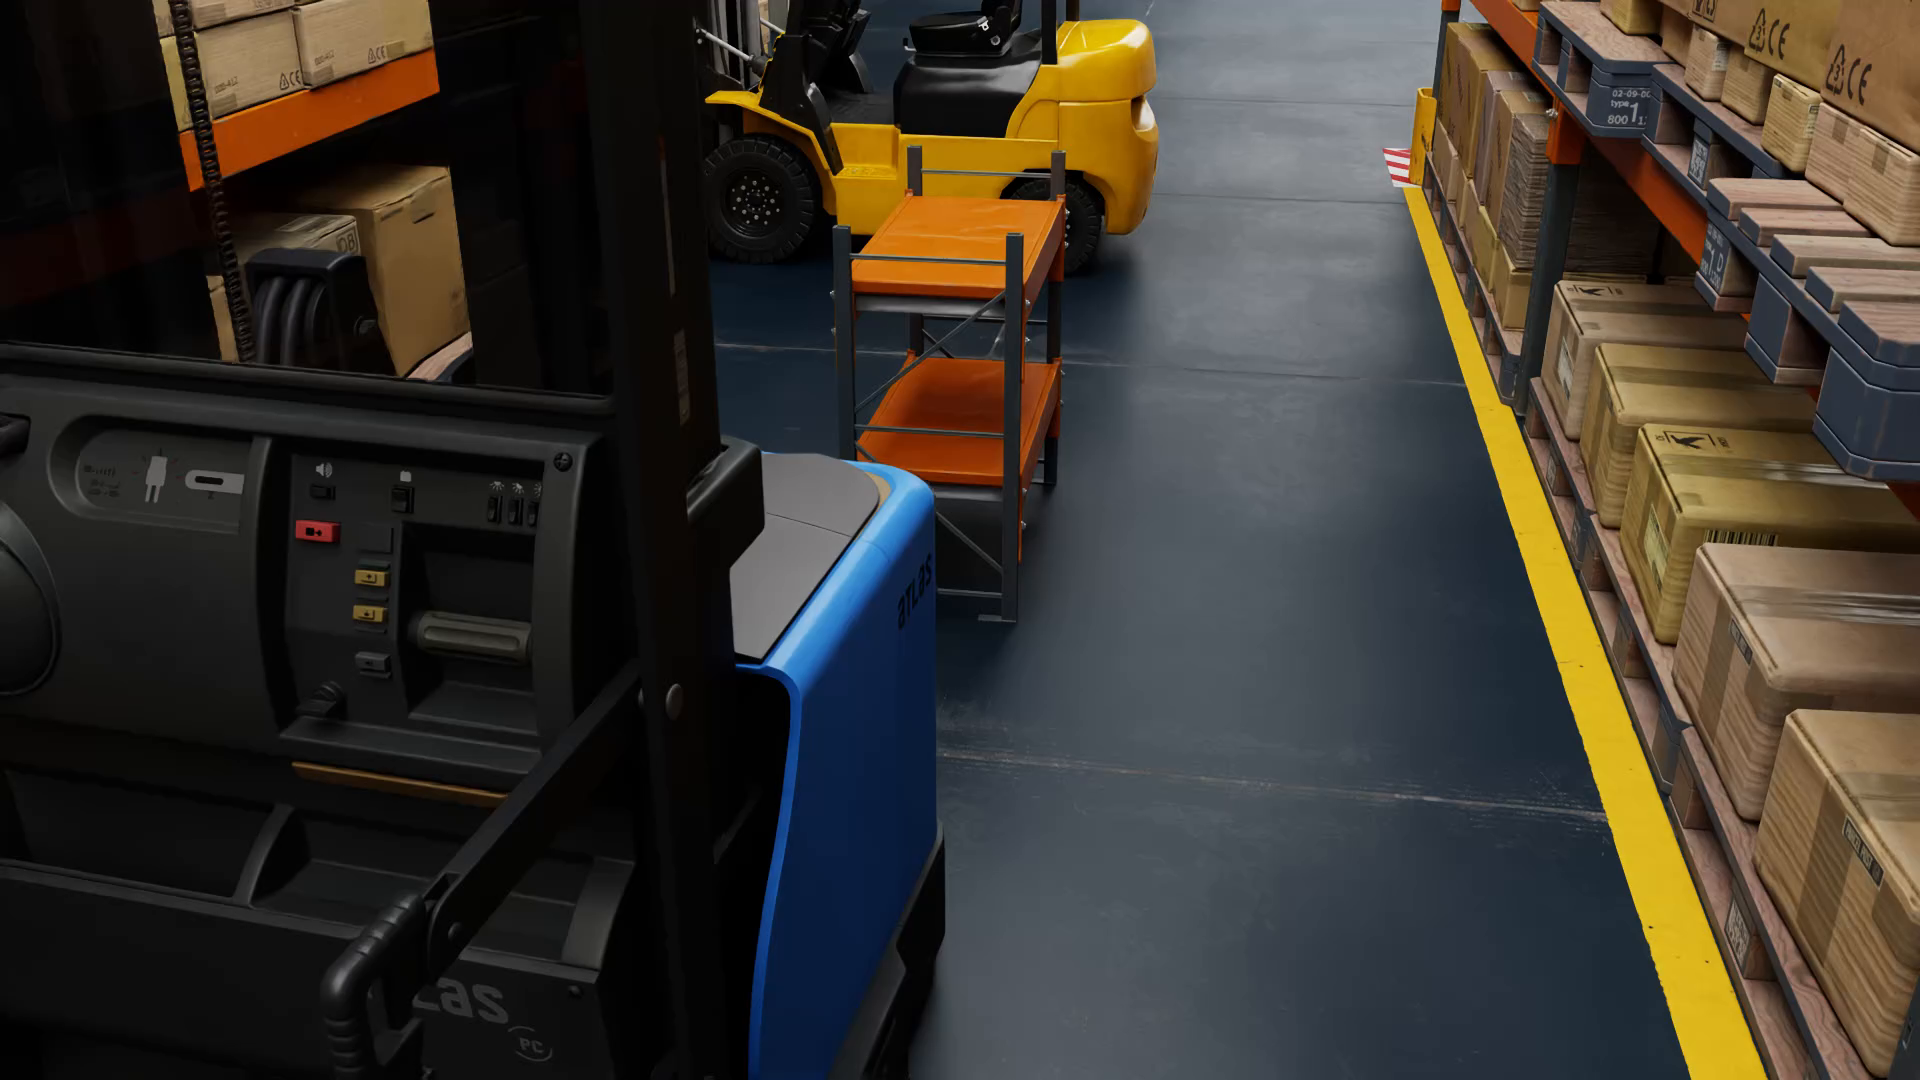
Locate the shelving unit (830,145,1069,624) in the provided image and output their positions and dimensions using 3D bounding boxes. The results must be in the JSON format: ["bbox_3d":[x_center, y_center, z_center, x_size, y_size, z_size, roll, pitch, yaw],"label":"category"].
[{"bbox_3d":[-0.001,-0.507,5.005,0.538,1.125,1.048,4,25,9],"label":"shelving unit"}]

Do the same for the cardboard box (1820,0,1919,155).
[{"bbox_3d":[1.804,-0.926,2.726,0.500,0.500,0.500,4,25,8],"label":"cardboard box"}]

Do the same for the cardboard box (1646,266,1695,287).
[{"bbox_3d":[2.946,-0.975,6.543,0.500,0.250,0.500,3,25,6],"label":"cardboard box"}]

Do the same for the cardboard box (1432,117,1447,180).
[{"bbox_3d":[2.833,-2.102,8.950,0.500,0.250,0.500,4,25,8],"label":"cardboard box"}]

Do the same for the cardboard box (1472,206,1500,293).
[{"bbox_3d":[2.492,-1.236,7.101,0.500,0.250,0.500,3,25,7],"label":"cardboard box"}]

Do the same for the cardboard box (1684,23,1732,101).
[{"bbox_3d":[1.941,-1.126,3.919,0.380,0.149,0.250,5,26,11],"label":"cardboard box"}]

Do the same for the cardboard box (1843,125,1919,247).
[{"bbox_3d":[1.721,-0.585,2.762,0.380,0.149,0.250,4,25,8],"label":"cardboard box"}]

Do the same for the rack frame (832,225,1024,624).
[{"bbox_3d":[-0.084,-0.294,4.551,0.500,1.125,0.032,4,25,9],"label":"rack frame"}]

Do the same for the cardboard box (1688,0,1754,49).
[{"bbox_3d":[1.975,-1.365,3.664,0.500,0.500,0.500,3,25,6],"label":"cardboard box"}]

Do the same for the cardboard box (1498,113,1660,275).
[{"bbox_3d":[2.416,-1.353,6.465,0.500,0.500,0.500,4,25,8],"label":"cardboard box"}]

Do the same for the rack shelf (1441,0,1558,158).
[{"bbox_3d":[2.911,-2.313,7.502,1.077,0.370,4.000,4,25,9],"label":"rack shelf"}]

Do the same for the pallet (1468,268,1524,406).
[{"bbox_3d":[2.659,-0.823,6.758,1.003,0.211,1.213,4,25,9],"label":"pallet"}]

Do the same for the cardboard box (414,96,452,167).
[{"bbox_3d":[-1.925,-1.723,6.961,0.500,0.250,0.500,4,25,8],"label":"cardboard box"}]

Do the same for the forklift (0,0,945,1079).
[{"bbox_3d":[-0.893,0.066,1.652,1.130,2.935,3.031,6,26,13],"label":"forklift"}]

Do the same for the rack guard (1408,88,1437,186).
[{"bbox_3d":[3.225,-2.311,9.598,1.175,0.500,0.348,4,25,9],"label":"rack guard"}]

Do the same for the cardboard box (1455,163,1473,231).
[{"bbox_3d":[2.665,-1.660,8.006,0.500,0.250,0.500,6,26,12],"label":"cardboard box"}]

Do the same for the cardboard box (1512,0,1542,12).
[{"bbox_3d":[2.498,-2.269,6.856,0.380,0.149,0.250,4,25,8],"label":"cardboard box"}]

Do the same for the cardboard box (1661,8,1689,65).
[{"bbox_3d":[2.078,-1.337,4.369,0.380,0.149,0.250,4,25,9],"label":"cardboard box"}]

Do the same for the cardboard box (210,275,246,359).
[{"bbox_3d":[-2.643,-0.402,4.876,0.875,0.625,0.625,3,25,6],"label":"cardboard box"}]

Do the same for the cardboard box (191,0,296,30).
[{"bbox_3d":[-2.308,-1.651,4.826,0.500,0.250,0.500,5,25,10],"label":"cardboard box"}]

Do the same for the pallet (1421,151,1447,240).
[{"bbox_3d":[3.057,-1.843,8.939,1.003,0.211,1.213,4,25,9],"label":"pallet"}]

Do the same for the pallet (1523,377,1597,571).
[{"bbox_3d":[2.458,-0.214,5.457,1.003,0.211,1.213,4,25,9],"label":"pallet"}]

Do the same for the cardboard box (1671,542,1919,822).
[{"bbox_3d":[2.145,0.326,3.620,0.950,0.372,0.625,4,25,8],"label":"cardboard box"}]

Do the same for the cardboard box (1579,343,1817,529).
[{"bbox_3d":[2.386,-0.282,4.918,0.950,0.372,0.625,6,26,12],"label":"cardboard box"}]

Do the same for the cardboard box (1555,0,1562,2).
[{"bbox_3d":[2.335,-1.844,5.948,0.380,0.149,0.250,4,25,8],"label":"cardboard box"}]

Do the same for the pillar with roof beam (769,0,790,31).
[{"bbox_3d":[2.565,-8.517,12.831,9.100,9.000,0.400,4,25,9],"label":"pillar with roof beam"}]

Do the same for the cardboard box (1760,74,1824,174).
[{"bbox_3d":[1.801,-0.806,3.234,0.380,0.149,0.250,4,25,9],"label":"cardboard box"}]

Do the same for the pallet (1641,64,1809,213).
[{"bbox_3d":[2.213,-0.873,3.803,1.003,0.211,1.213,4,25,9],"label":"pallet"}]

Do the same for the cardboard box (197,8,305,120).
[{"bbox_3d":[-2.326,-1.432,4.947,0.500,0.250,0.500,4,25,9],"label":"cardboard box"}]

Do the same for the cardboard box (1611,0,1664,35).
[{"bbox_3d":[2.132,-1.566,4.857,0.380,0.149,0.250,5,25,10],"label":"cardboard box"}]

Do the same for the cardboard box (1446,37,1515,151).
[{"bbox_3d":[2.748,-2.213,8.302,0.500,0.500,0.500,3,25,7],"label":"cardboard box"}]

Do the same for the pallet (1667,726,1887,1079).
[{"bbox_3d":[2.059,0.807,3.277,1.003,0.211,1.213,4,25,9],"label":"pallet"}]

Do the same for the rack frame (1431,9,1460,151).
[{"bbox_3d":[3.237,-3.475,9.136,1.000,3.000,0.127,4,25,9],"label":"rack frame"}]

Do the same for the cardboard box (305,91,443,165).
[{"bbox_3d":[-2.424,-1.762,7.044,0.500,0.250,0.500,5,25,10],"label":"cardboard box"}]

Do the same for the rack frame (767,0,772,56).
[{"bbox_3d":[-1.660,-3.818,9.867,1.000,3.000,0.127,4,25,9],"label":"rack frame"}]

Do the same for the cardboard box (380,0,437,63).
[{"bbox_3d":[-2.138,-1.848,5.836,0.500,0.250,0.500,5,25,10],"label":"cardboard box"}]

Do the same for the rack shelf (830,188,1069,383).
[{"bbox_3d":[-0.001,-0.772,4.881,0.538,0.278,1.000,4,25,9],"label":"rack shelf"}]

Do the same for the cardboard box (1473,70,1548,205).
[{"bbox_3d":[2.579,-1.779,7.376,0.500,0.500,0.500,5,26,11],"label":"cardboard box"}]

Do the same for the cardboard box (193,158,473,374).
[{"bbox_3d":[-2.388,-1.040,6.240,0.875,0.625,0.625,5,26,11],"label":"cardboard box"}]
